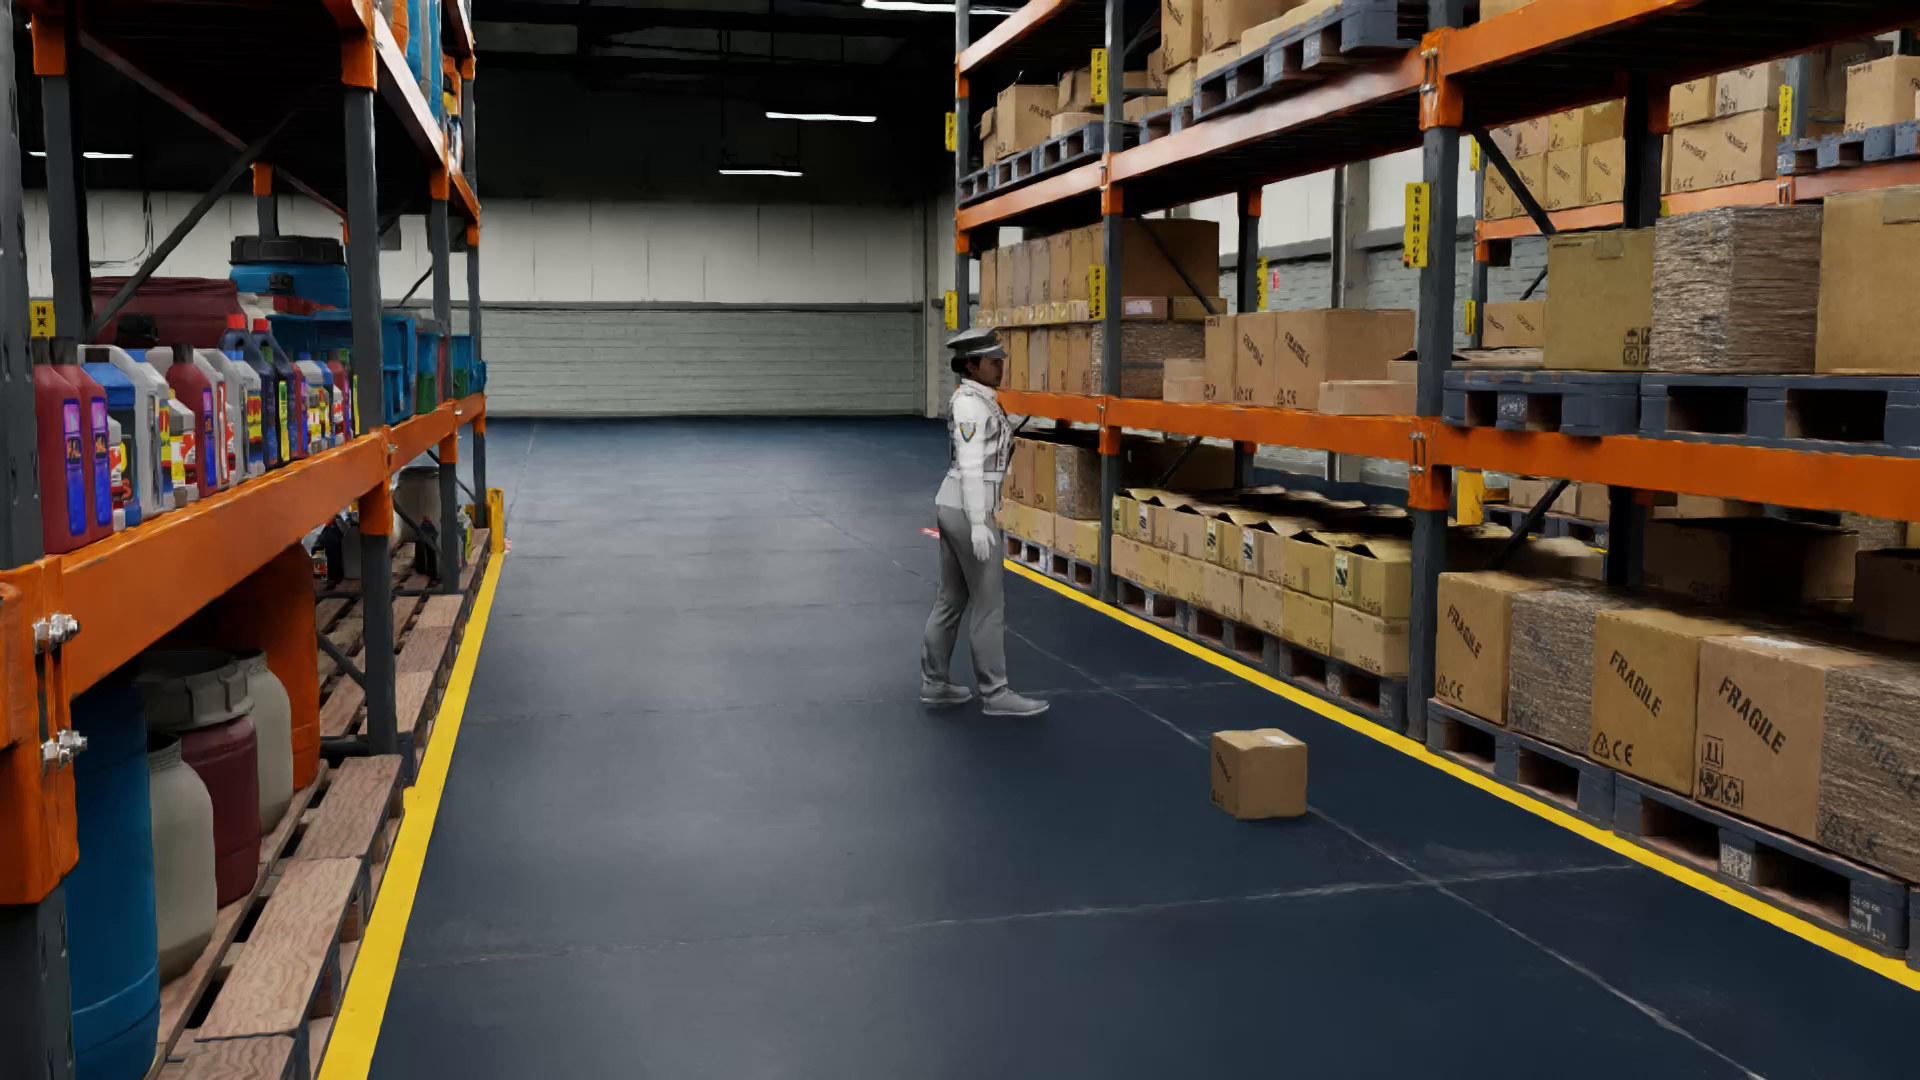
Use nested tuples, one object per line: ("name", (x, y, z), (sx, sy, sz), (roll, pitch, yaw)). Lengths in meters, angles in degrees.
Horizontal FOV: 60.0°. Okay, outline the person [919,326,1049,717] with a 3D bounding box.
("person", (0.102, -0.082, 7.153), (0.553, 1.668, 0.601), (0, 6, -3))
